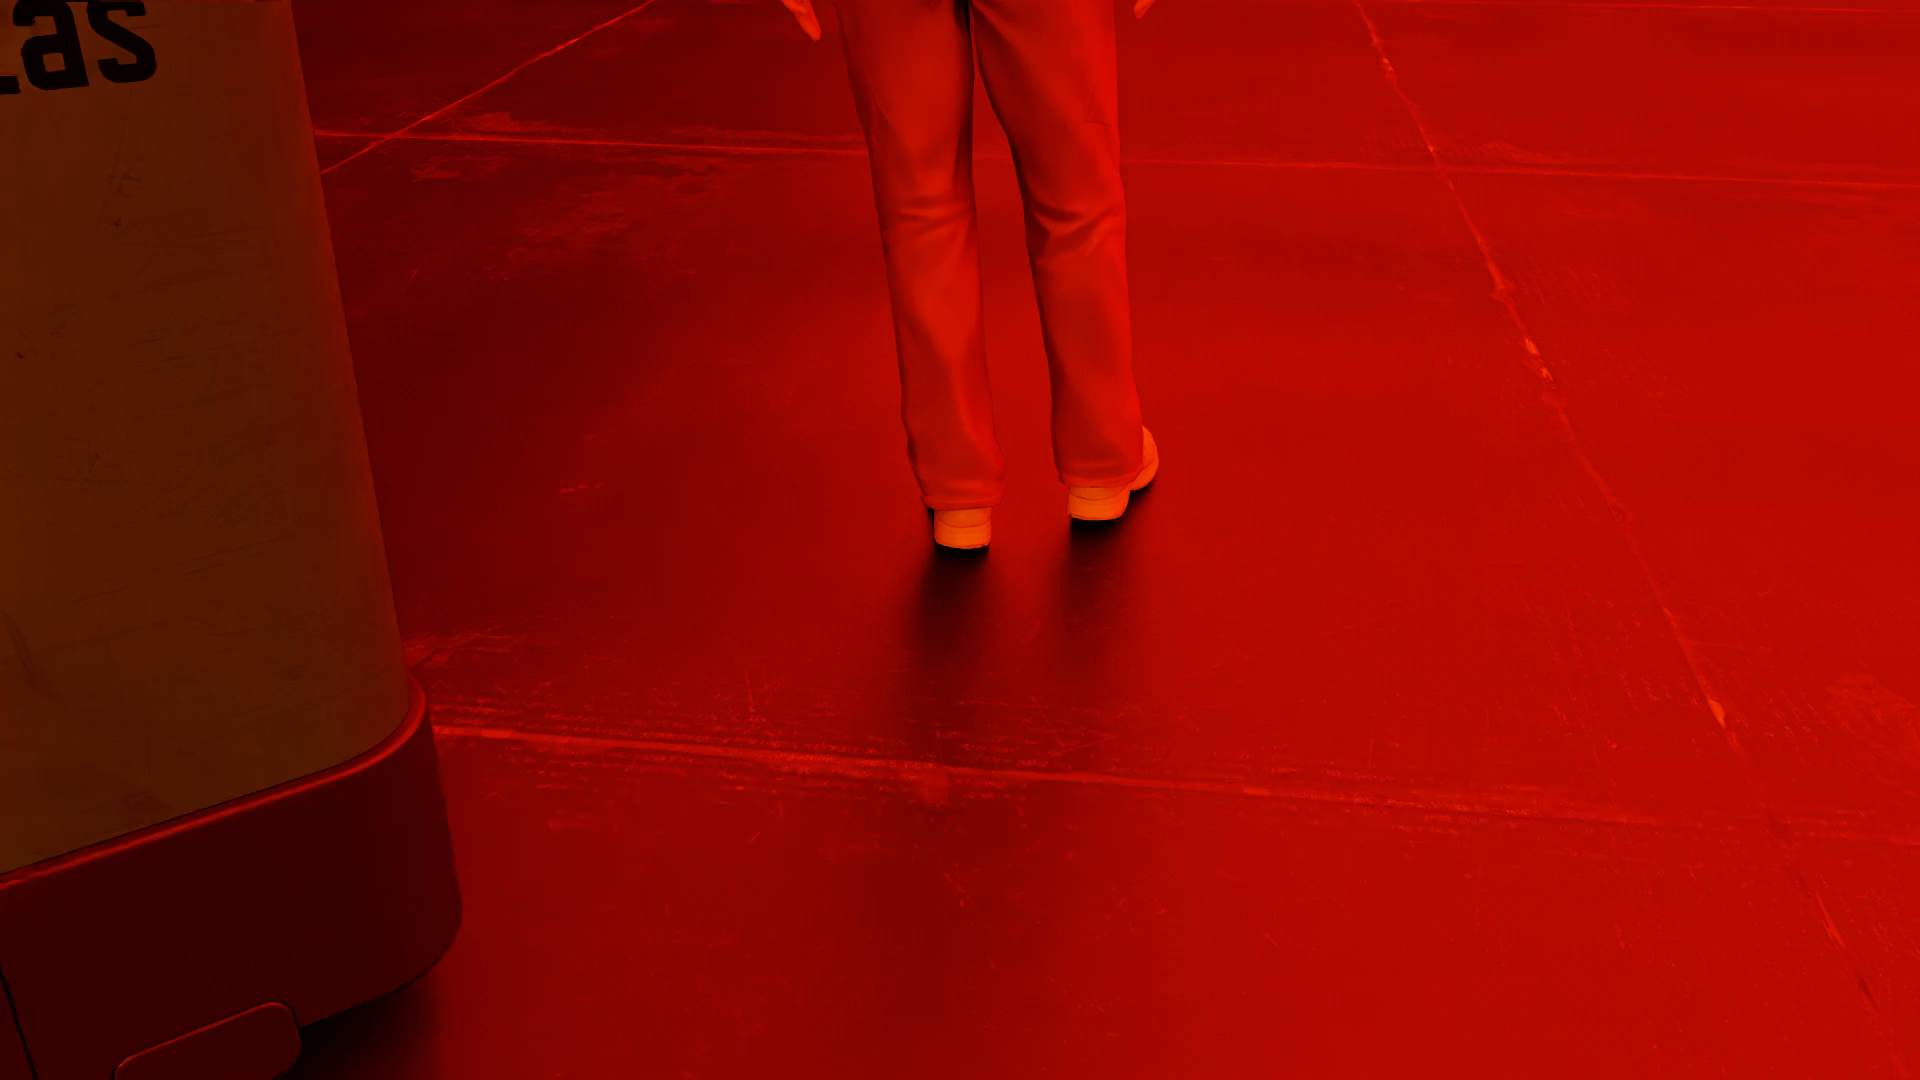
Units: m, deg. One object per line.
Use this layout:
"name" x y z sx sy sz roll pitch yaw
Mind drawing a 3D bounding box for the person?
"person" 0.022 -0.788 2.187 0.552 1.674 0.548 3 27 7

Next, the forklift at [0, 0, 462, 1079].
"forklift" -1.978 -0.663 0.545 3.031 2.935 1.130 -17 31 -31
